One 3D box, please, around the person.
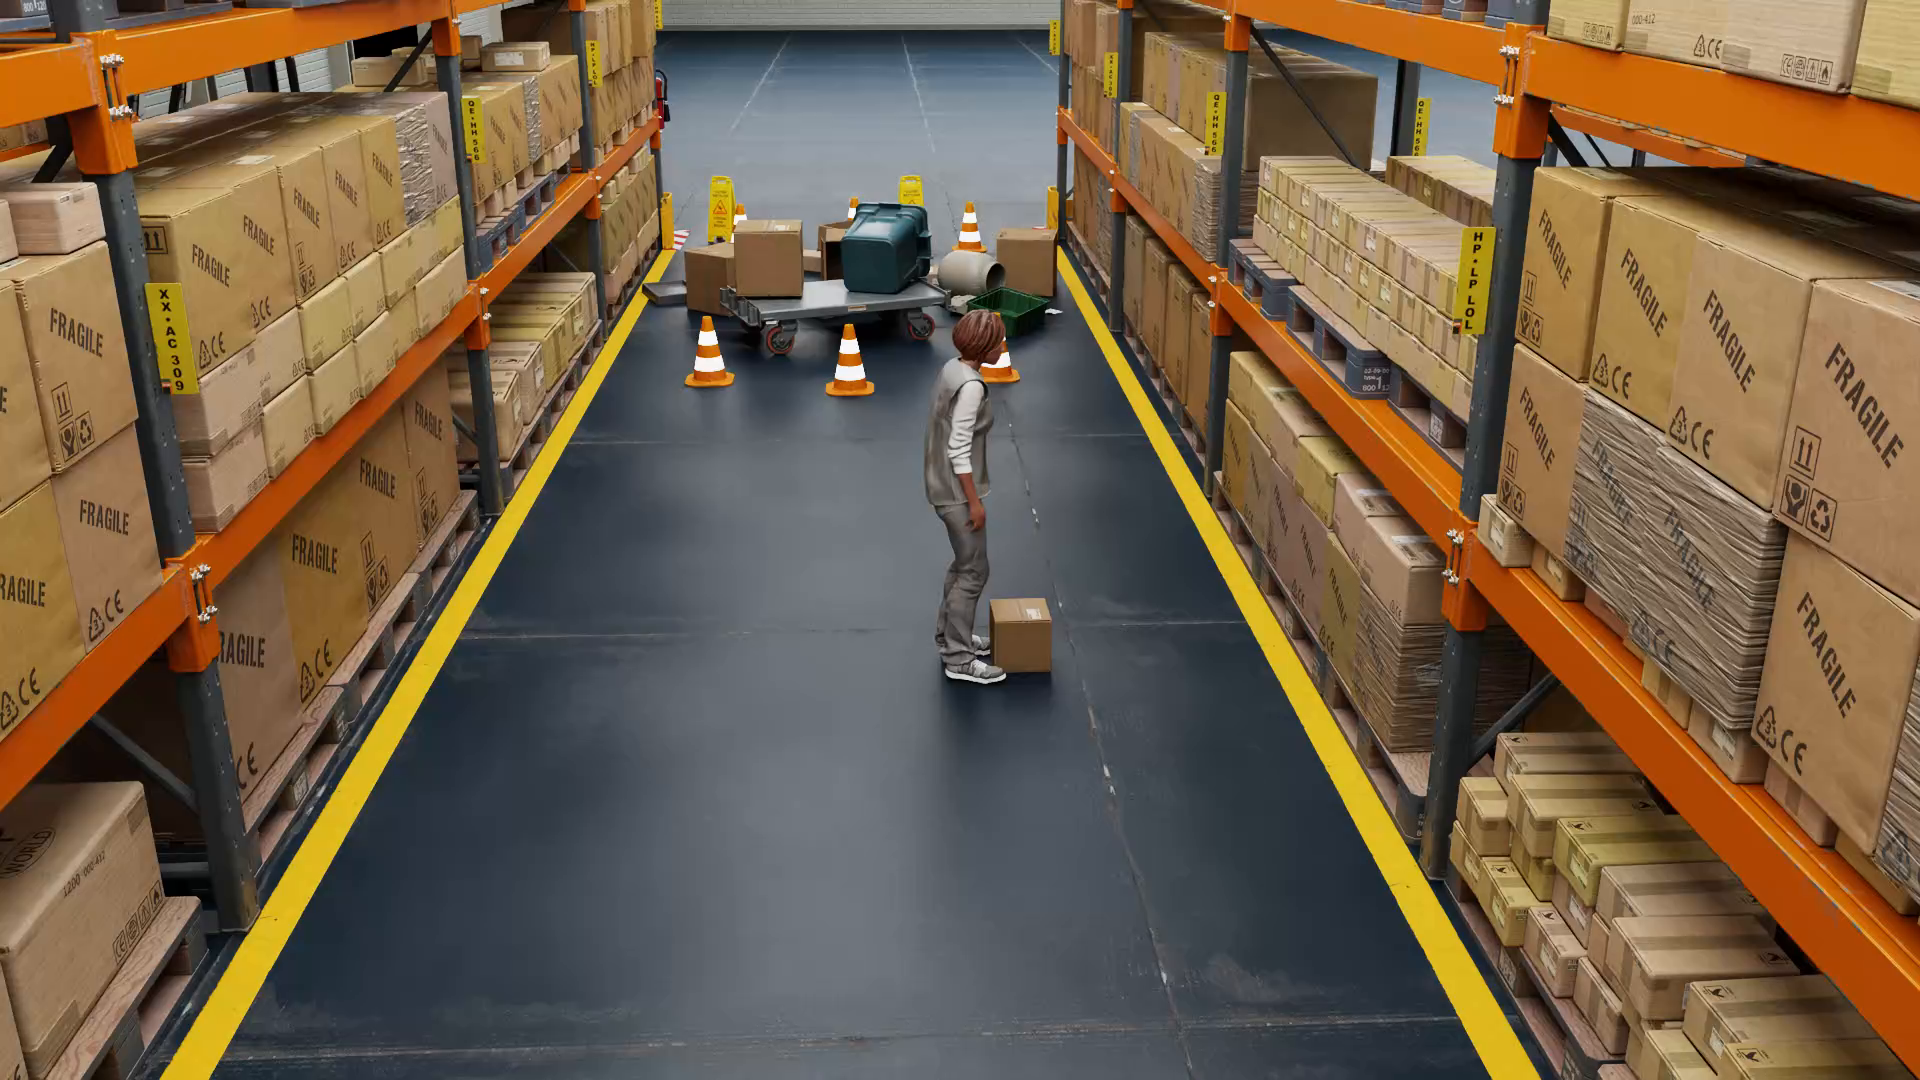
[{"bbox_3d":[0.021,-0.195,7.110,0.345,1.593,0.461,-2,21,-4],"label":"person"}]
